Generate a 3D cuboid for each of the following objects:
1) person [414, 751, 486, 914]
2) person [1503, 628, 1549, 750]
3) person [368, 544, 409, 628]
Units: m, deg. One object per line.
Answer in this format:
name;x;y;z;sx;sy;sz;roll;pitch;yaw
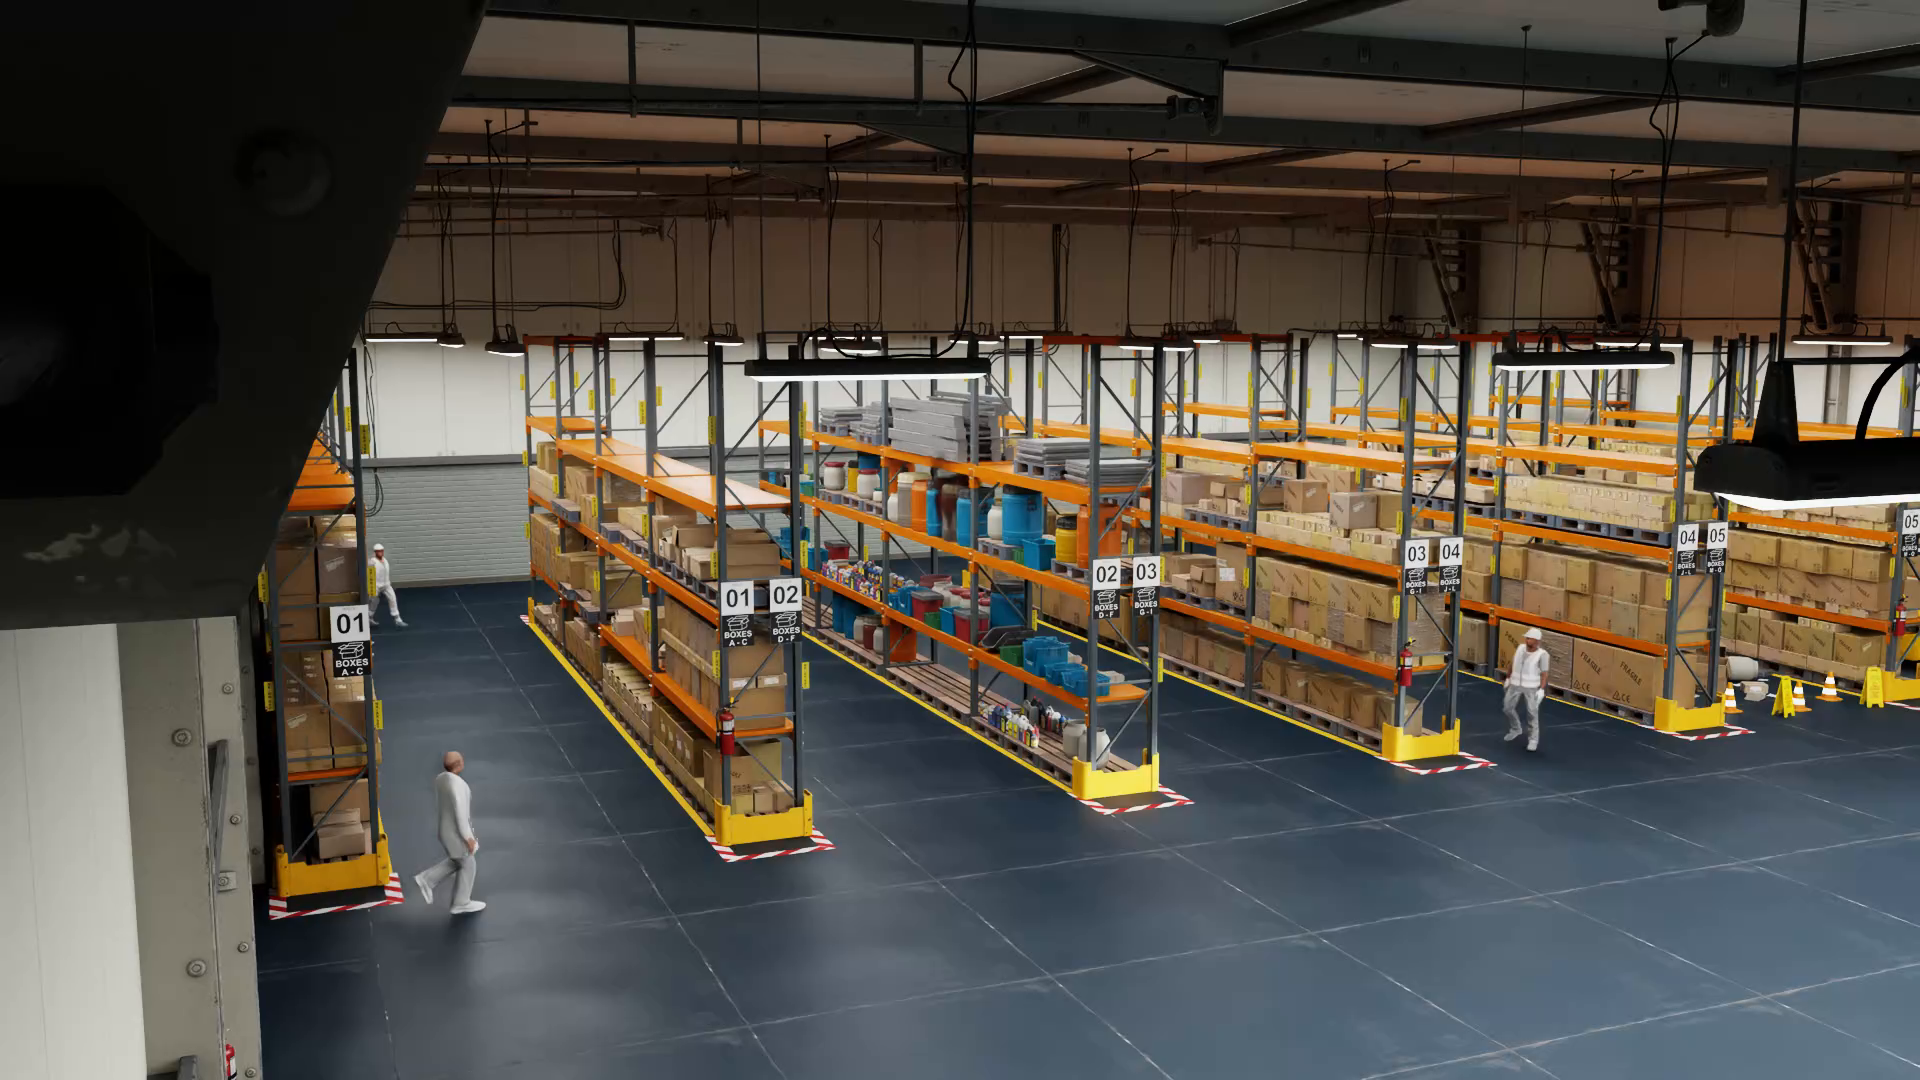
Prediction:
person;-5.443;3.108;17.672;0.709;1.749;0.645;-3;8;-21
person;8.354;2.177;24.593;0.647;1.781;0.530;6;9;36
person;-11.771;0.936;33.951;1.068;1.720;0.615;6;9;36
